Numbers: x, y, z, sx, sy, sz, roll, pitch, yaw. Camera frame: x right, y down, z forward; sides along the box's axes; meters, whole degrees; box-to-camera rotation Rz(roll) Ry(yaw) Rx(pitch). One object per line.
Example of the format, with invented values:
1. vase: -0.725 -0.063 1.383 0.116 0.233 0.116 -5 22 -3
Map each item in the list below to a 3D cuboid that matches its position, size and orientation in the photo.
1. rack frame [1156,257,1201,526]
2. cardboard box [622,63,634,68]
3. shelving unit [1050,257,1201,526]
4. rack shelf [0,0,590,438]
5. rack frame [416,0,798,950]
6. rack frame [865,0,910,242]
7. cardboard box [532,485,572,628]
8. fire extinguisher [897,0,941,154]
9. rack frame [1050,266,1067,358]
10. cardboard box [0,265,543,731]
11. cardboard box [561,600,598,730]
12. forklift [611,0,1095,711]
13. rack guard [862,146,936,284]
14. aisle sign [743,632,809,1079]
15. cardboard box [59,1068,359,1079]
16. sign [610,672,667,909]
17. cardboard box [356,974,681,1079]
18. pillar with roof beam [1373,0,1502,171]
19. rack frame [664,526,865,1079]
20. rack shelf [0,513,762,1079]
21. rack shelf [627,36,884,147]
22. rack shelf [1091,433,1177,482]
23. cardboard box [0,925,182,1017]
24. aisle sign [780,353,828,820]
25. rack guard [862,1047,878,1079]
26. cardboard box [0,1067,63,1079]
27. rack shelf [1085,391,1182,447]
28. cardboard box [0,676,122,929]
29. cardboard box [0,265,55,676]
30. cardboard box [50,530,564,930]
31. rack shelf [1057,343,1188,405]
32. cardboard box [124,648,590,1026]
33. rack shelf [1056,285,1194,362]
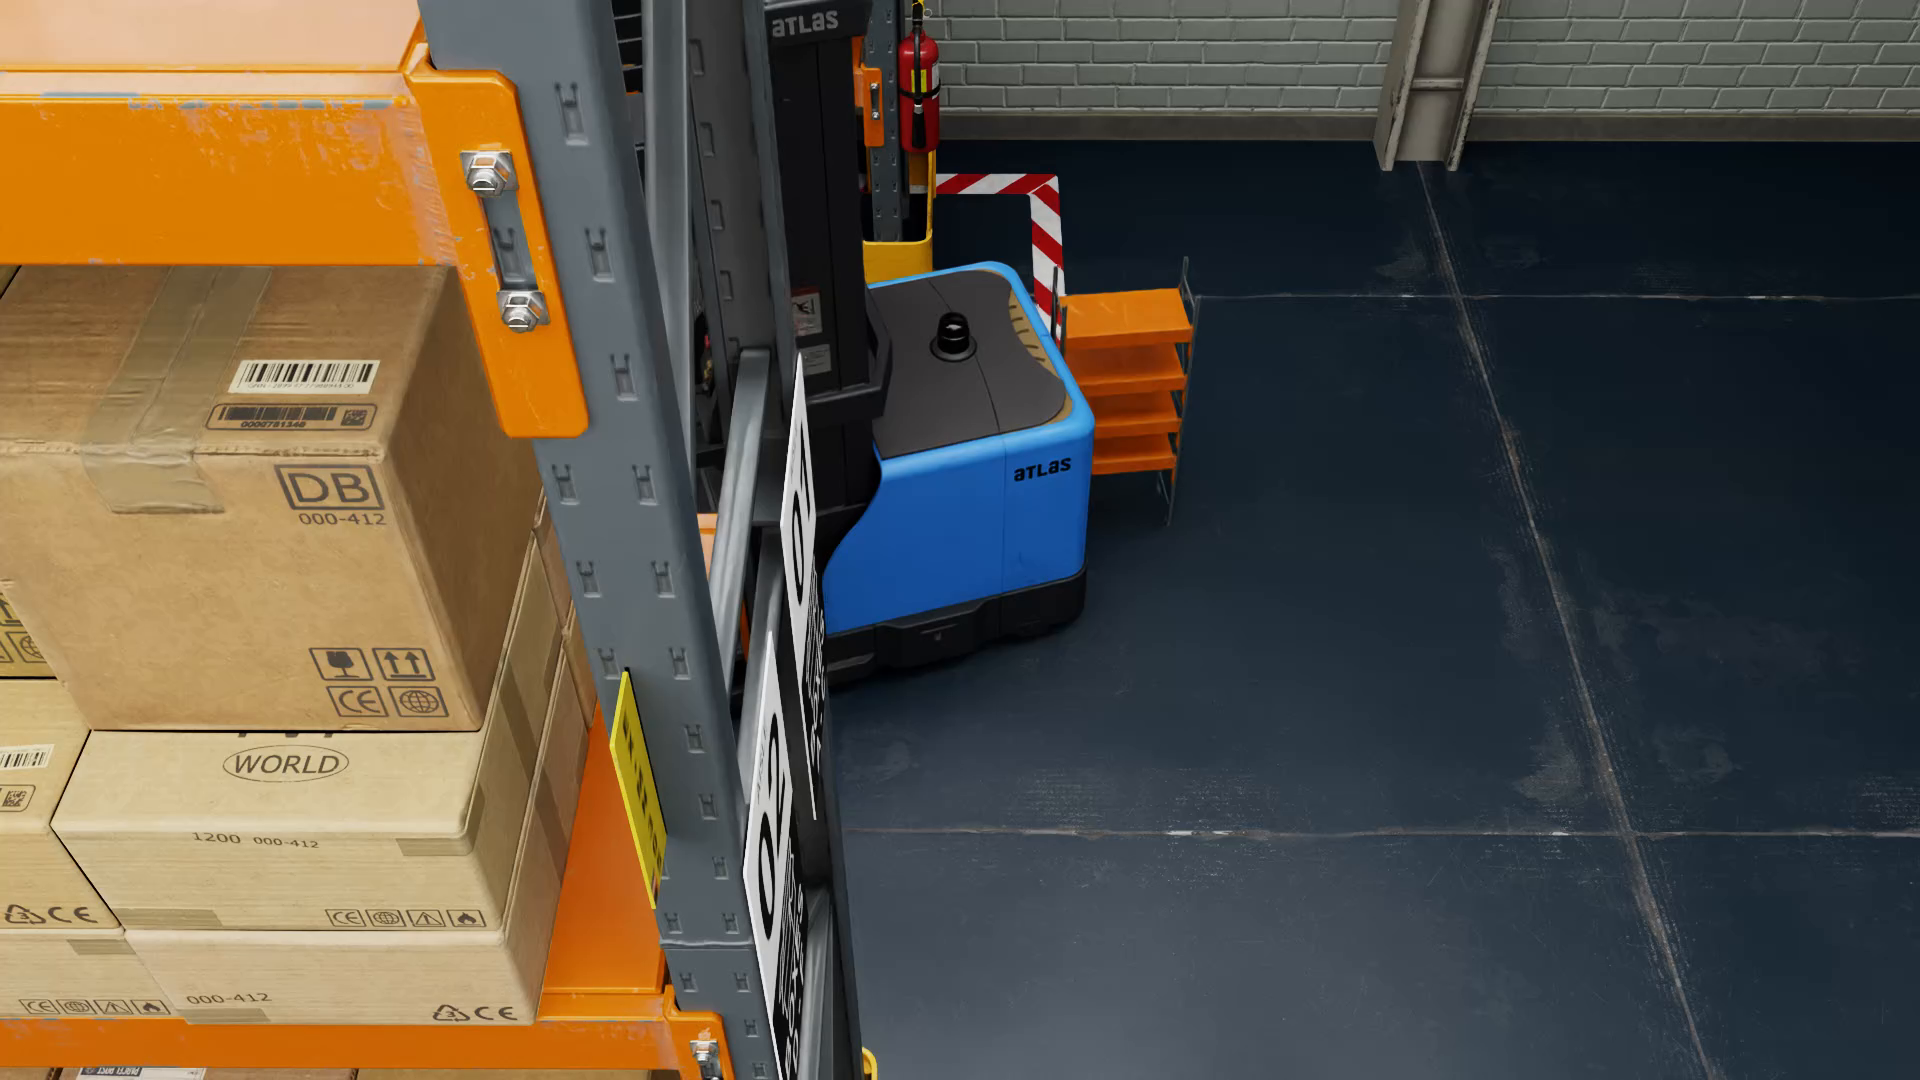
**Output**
1. rack frame: 0.850 -0.554 6.527 0.015 1.200 0.240 -5 47 -4
2. cardboard box: -1.558 -2.513 6.915 0.700 0.700 0.980 0 47 0
3. shelving unit: 0.608 -0.534 6.508 0.503 1.200 0.258 -5 47 -4
4. rack shelf: -2.336 -0.600 1.735 4.000 0.370 1.077 0 47 0
5. rack frame: -0.336 -0.841 1.466 0.127 3.000 1.000 0 47 0
6. rack frame: -0.321 -2.423 7.037 0.127 3.000 1.000 0 47 0
7. cardboard box: -0.848 -0.130 2.614 0.500 0.250 0.500 0 47 0
8. fire extinguisher: -0.172 -1.931 6.887 0.183 0.674 0.296 0 47 0
9. rack frame: 0.365 -0.514 6.489 0.015 1.200 0.240 -5 47 -4
10. cardboard box: -0.849 -0.183 2.151 0.500 0.500 0.700 0 47 0
11. cardboard box: -0.848 0.045 2.793 0.500 0.250 0.500 0 47 0
12. forklift: -1.088 -0.694 5.474 3.031 2.935 1.130 -13 48 -12
13. rack guard: -0.297 -1.571 7.951 0.348 0.500 1.175 0 47 0
14. aisle sign: -0.268 0.542 2.501 0.004 0.787 0.394 0 47 0
15. cardboard box: -1.287 1.028 3.073 0.500 0.500 0.500 1 47 1
16. sign: -0.358 0.286 1.861 0.005 0.325 0.100 0 47 0
17. cardboard box: -0.782 1.029 3.073 0.500 0.500 0.500 0 47 0
18. pillar with roof beam: 2.366 -1.941 2.490 0.400 9.000 9.100 0 47 0
19. rack frame: -0.336 1.203 3.661 0.127 3.000 1.000 0 47 0
20. rack shelf: -2.336 0.421 2.832 4.000 0.370 1.077 0 47 0
21. rack shelf: -2.321 -2.183 7.305 4.000 0.370 1.077 0 47 0
22. rack shelf: 0.608 -0.353 6.703 0.480 0.148 0.258 -5 47 -4
23. cardboard box: -1.350 0.415 2.449 0.500 0.250 0.500 0 47 0
24. aisle sign: -0.266 0.103 2.910 0.004 0.787 0.394 0 47 0
25. rack guard: -0.412 2.055 4.577 0.348 0.500 1.175 0 47 0
26. cardboard box: -1.805 1.030 3.071 0.500 0.500 0.500 1 47 1
27. rack shelf: 0.608 -0.488 6.557 0.480 0.148 0.258 -5 47 -4
28. cardboard box: -1.350 0.246 2.264 0.500 0.250 0.500 0 47 0
29. cardboard box: -1.349 -0.246 2.210 0.500 0.500 0.700 0 47 0
30. cardboard box: -0.850 0.247 2.263 0.500 0.250 0.500 0 47 0
31. rack shelf: 0.608 -0.641 6.394 0.480 0.148 0.258 -5 47 -4
32. cardboard box: -0.850 0.424 2.440 0.500 0.250 0.500 0 47 0
33. rack shelf: 0.608 -0.802 6.220 0.480 0.148 0.258 -5 47 -4
